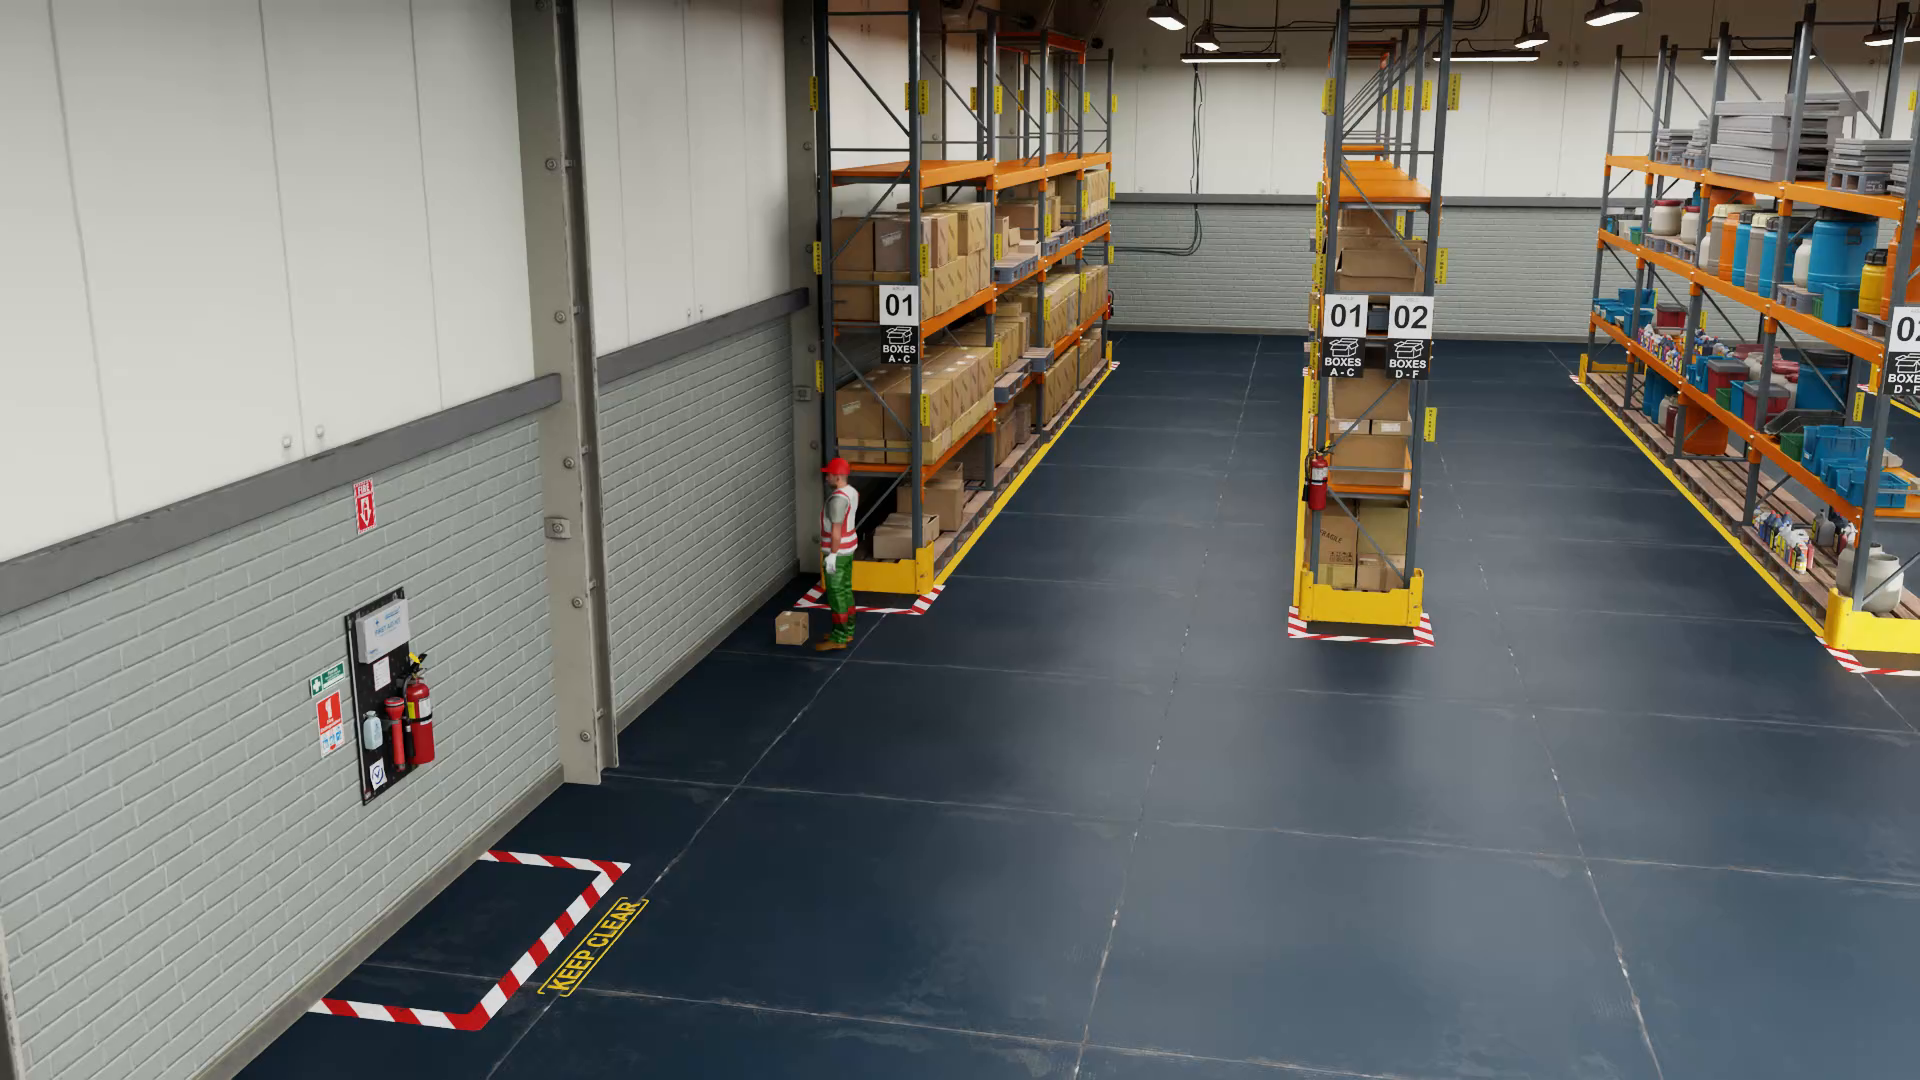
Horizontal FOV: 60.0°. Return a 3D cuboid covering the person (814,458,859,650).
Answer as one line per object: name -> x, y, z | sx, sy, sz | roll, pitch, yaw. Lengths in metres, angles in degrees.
person -> -1.150, 0.117, 15.503 | 0.375, 1.799, 0.533 | 3, 15, 13
